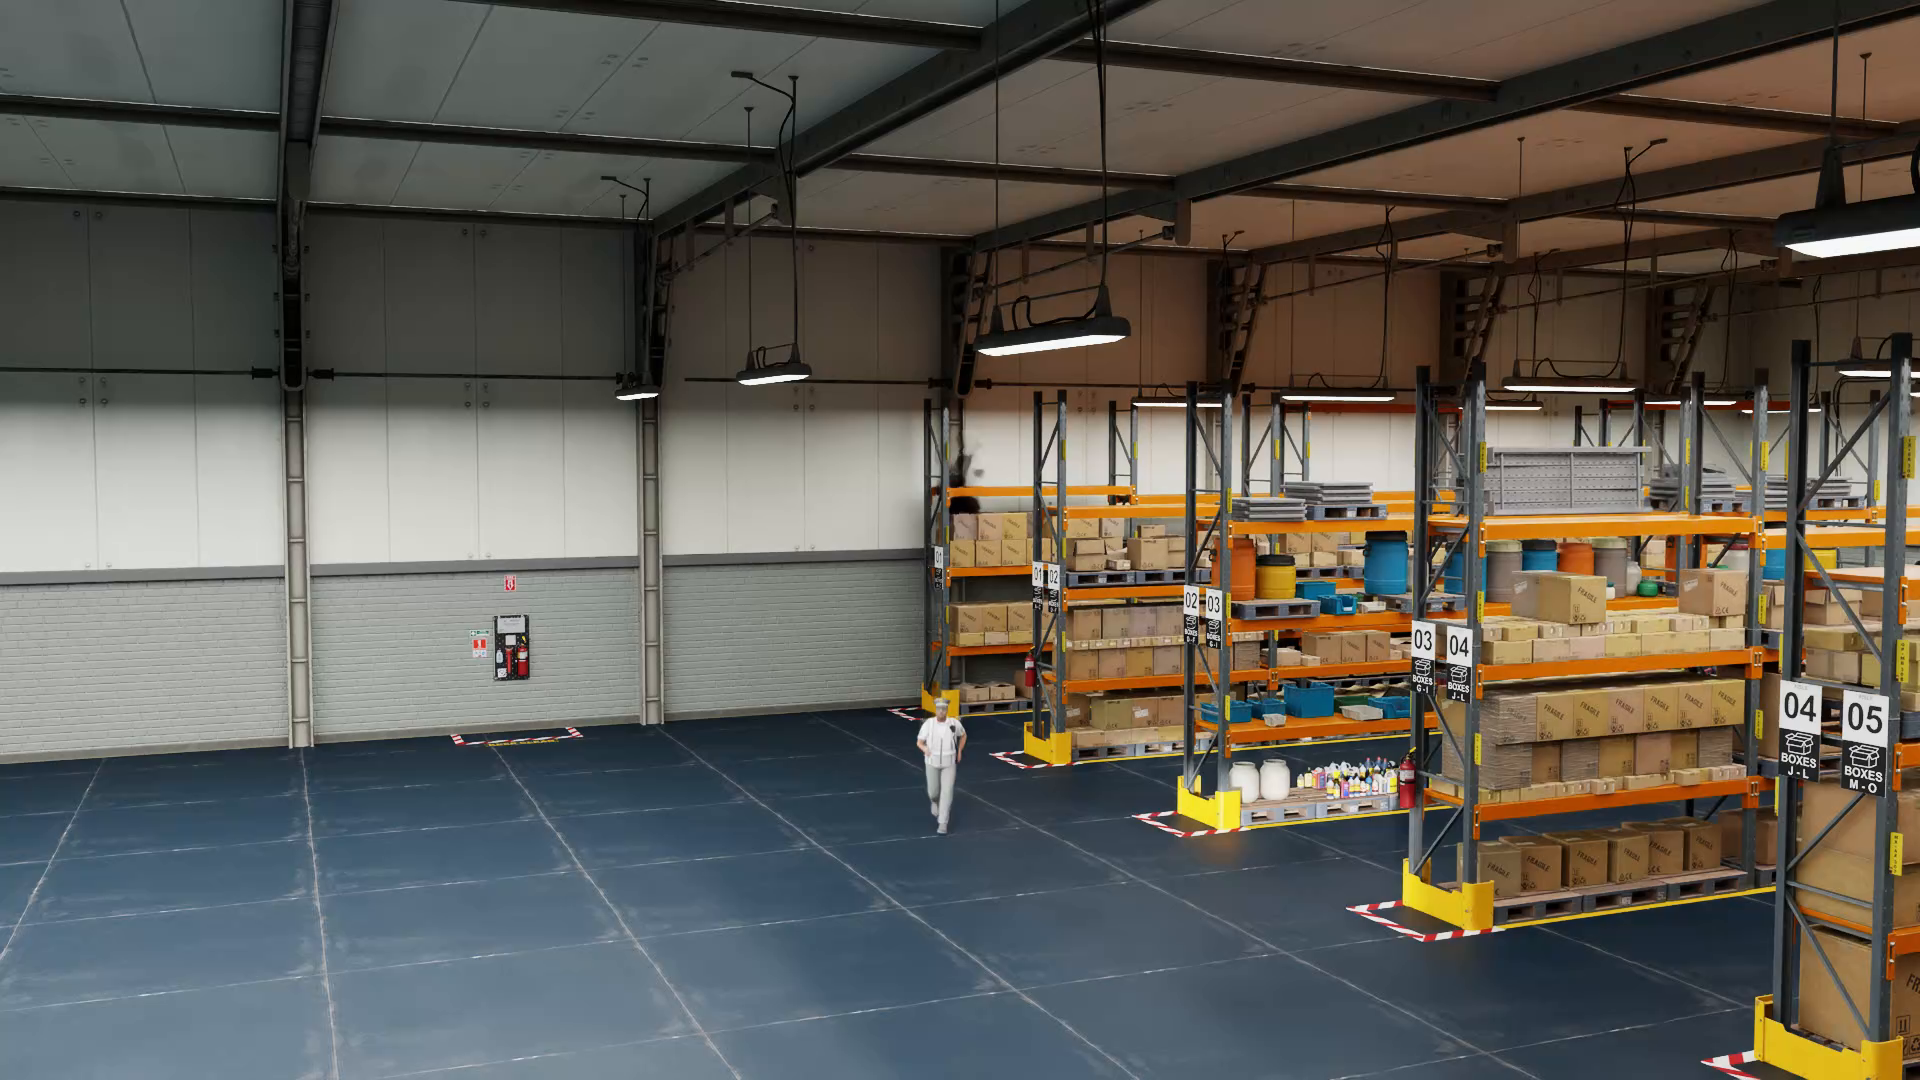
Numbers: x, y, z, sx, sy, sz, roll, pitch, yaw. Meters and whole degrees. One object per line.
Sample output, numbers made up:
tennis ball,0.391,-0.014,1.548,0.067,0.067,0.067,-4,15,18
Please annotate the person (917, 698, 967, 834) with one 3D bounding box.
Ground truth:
person,-0.241,2.966,22.170,0.665,1.754,0.945,0,3,0

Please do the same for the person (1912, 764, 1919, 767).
person,10.278,3.239,17.723,0.767,1.834,0.637,-2,4,-30
